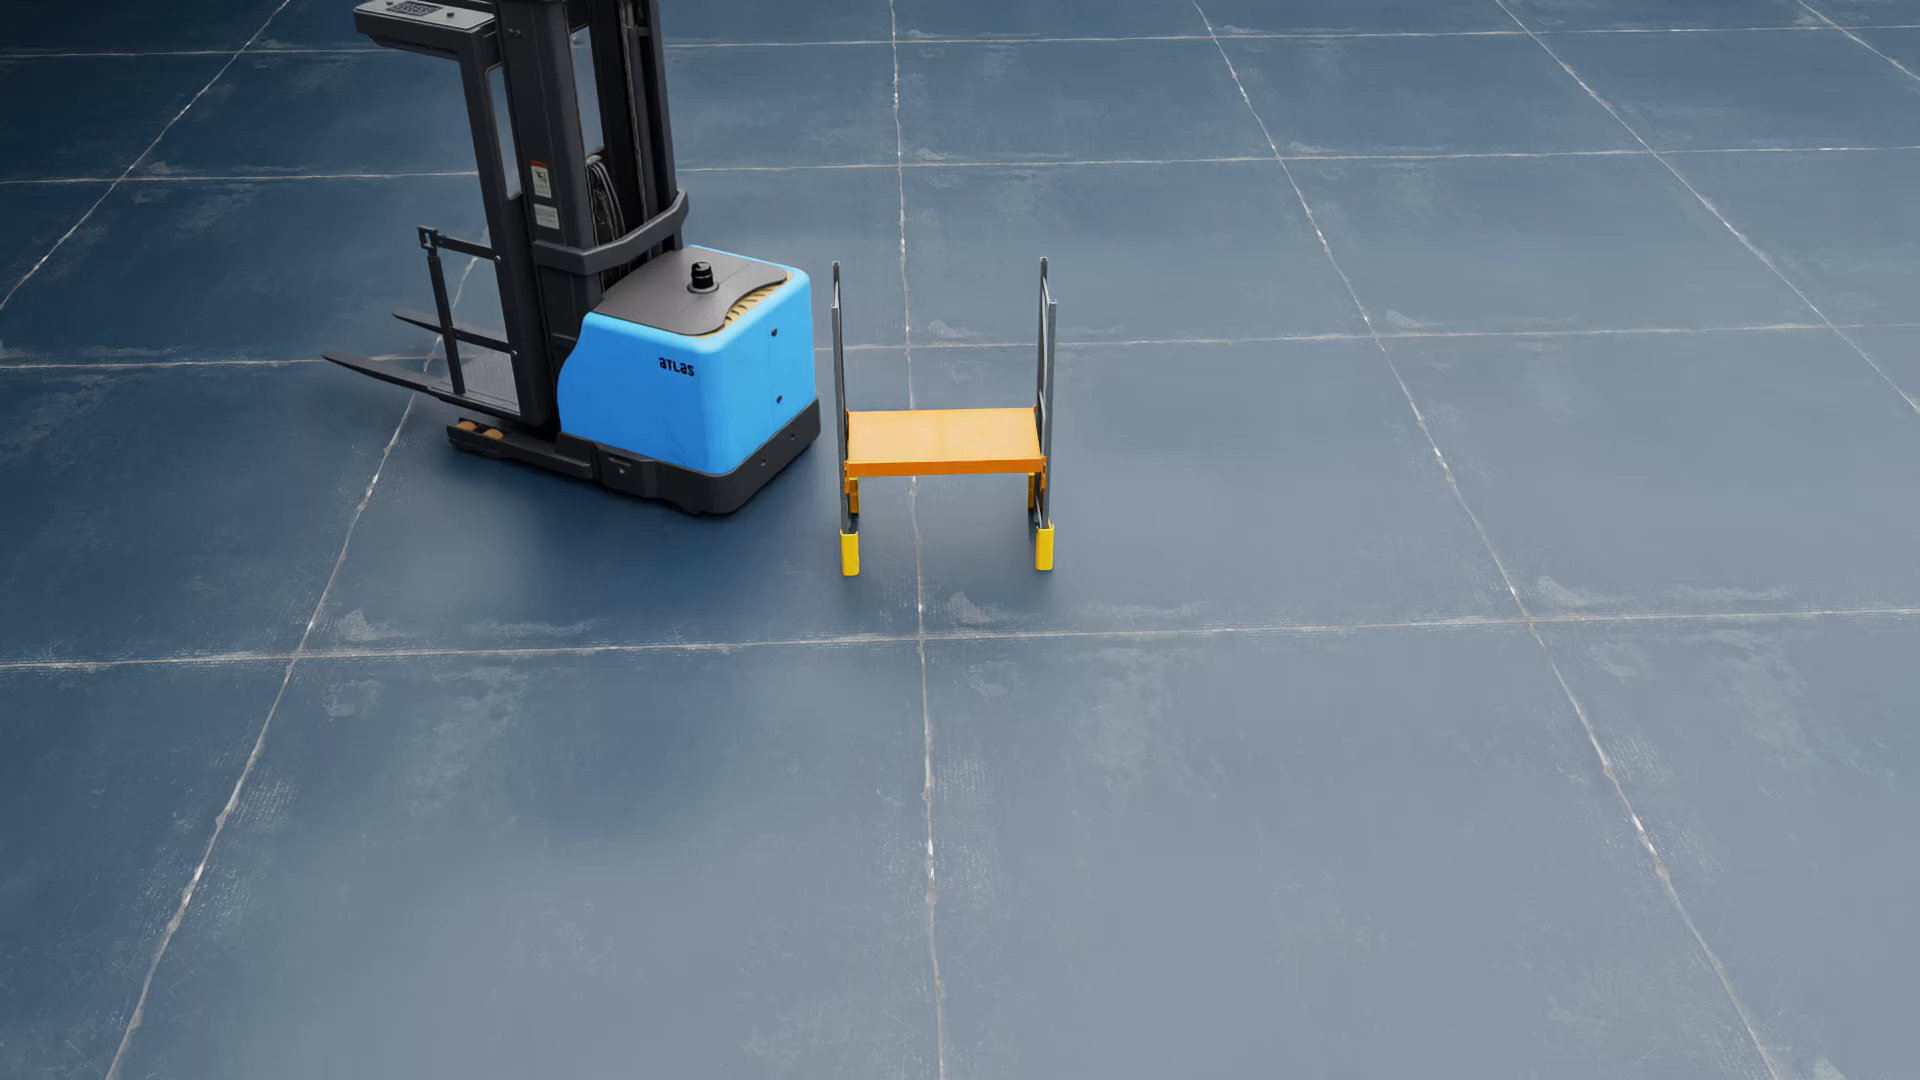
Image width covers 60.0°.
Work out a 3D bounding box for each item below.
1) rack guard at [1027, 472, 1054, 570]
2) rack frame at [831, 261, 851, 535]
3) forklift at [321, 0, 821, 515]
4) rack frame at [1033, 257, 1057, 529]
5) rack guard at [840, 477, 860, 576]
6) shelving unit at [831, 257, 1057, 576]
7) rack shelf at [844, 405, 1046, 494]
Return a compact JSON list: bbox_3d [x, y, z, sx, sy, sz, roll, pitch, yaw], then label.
[{"bbox_3d":[0.421,-0.114,8.732,0.087,0.250,0.587,-2,35,-2],"label":"rack guard"},{"bbox_3d":[-0.593,-0.601,8.336,0.032,1.500,0.500,-2,35,-2],"label":"rack frame"},{"bbox_3d":[-2.351,-1.919,8.983,3.031,2.935,1.130,16,38,22],"label":"forklift"},{"bbox_3d":[0.423,-0.628,8.376,0.032,1.500,0.500,-2,35,-2],"label":"rack frame"},{"bbox_3d":[-0.574,-0.087,8.693,0.087,0.250,0.587,-2,35,-2],"label":"rack guard"},{"bbox_3d":[-0.076,-0.615,8.356,1.083,1.500,0.587,-2,35,-2],"label":"shelving unit"},{"bbox_3d":[-0.085,-0.467,8.458,1.000,0.185,0.538,-2,35,-2],"label":"rack shelf"}]
